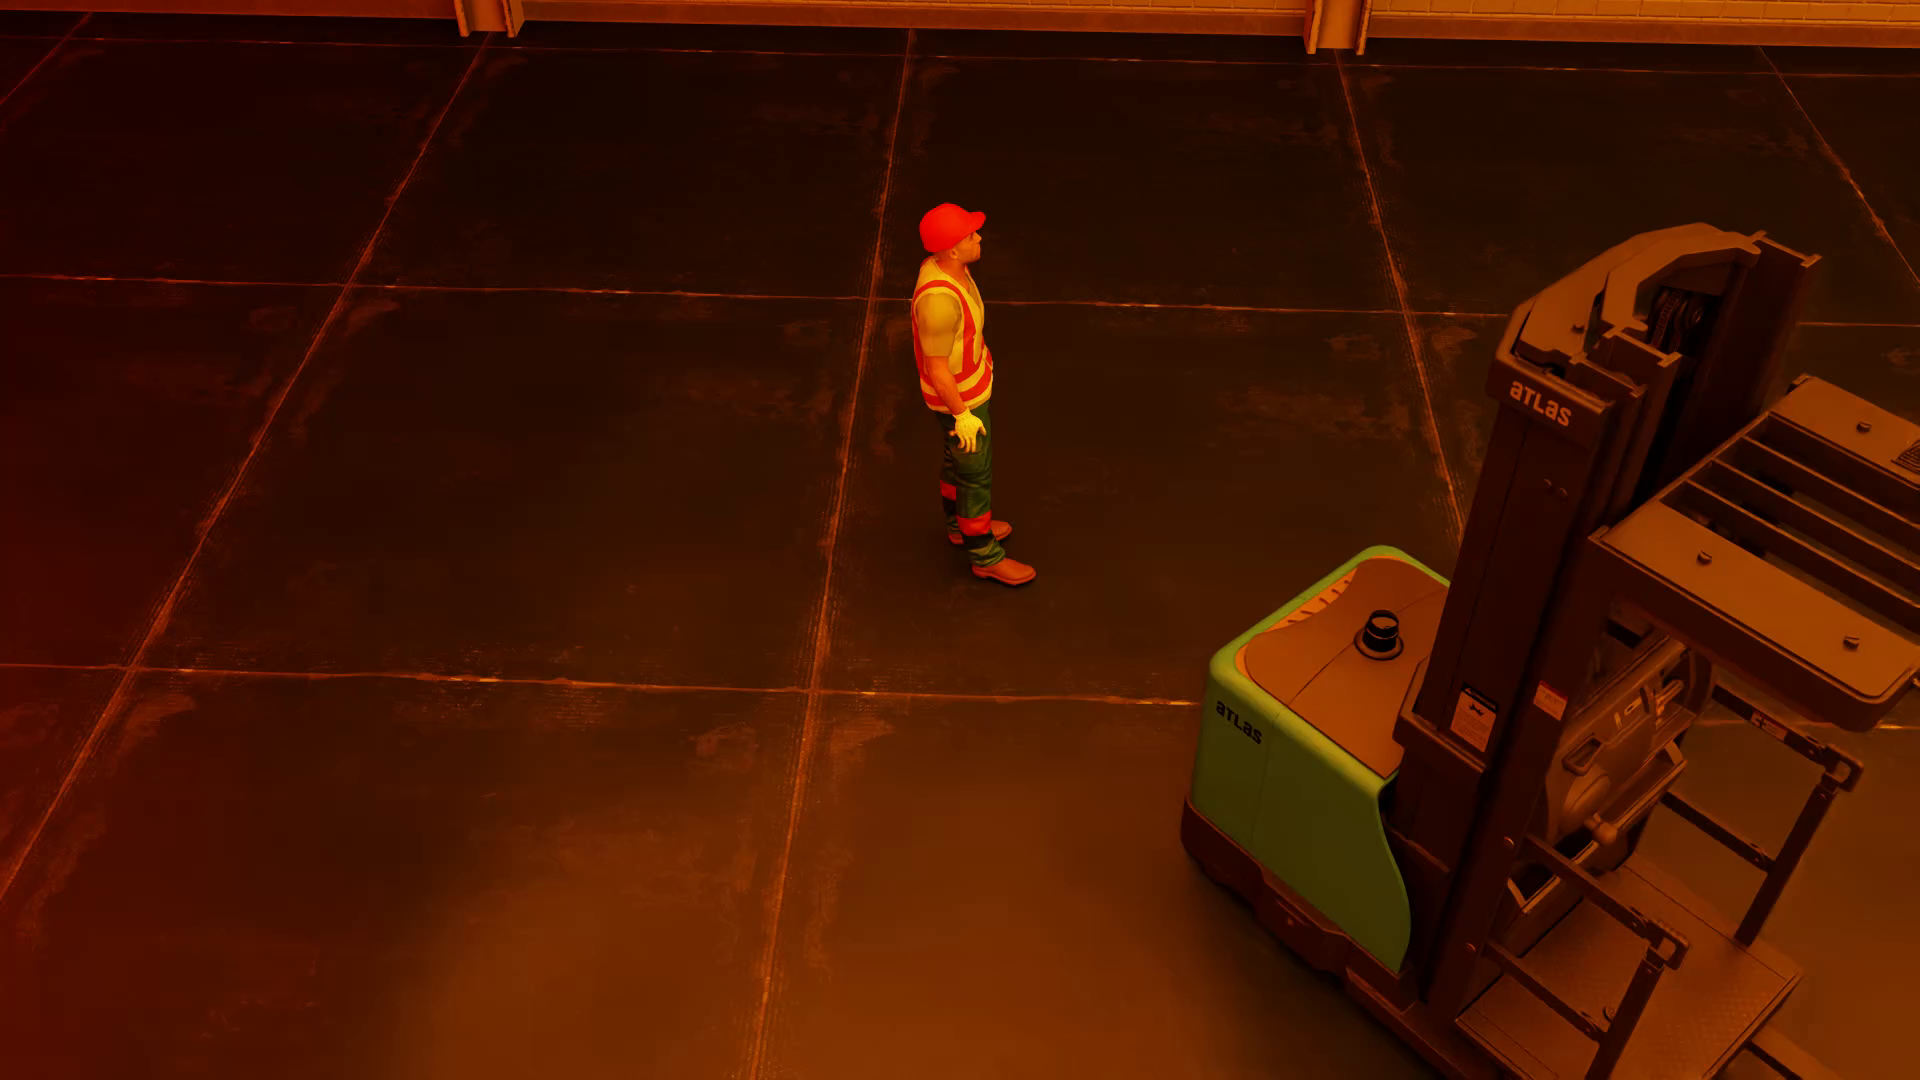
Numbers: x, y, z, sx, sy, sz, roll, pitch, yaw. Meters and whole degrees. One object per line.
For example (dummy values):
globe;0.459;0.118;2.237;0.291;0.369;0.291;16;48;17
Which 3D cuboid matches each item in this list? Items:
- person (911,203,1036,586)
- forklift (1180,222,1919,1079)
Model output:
person;0.079;-0.655;7.297;0.564;1.787;0.638;2;42;2
forklift;2.207;0.670;5.009;1.130;2.935;3.031;-30;50;-29
